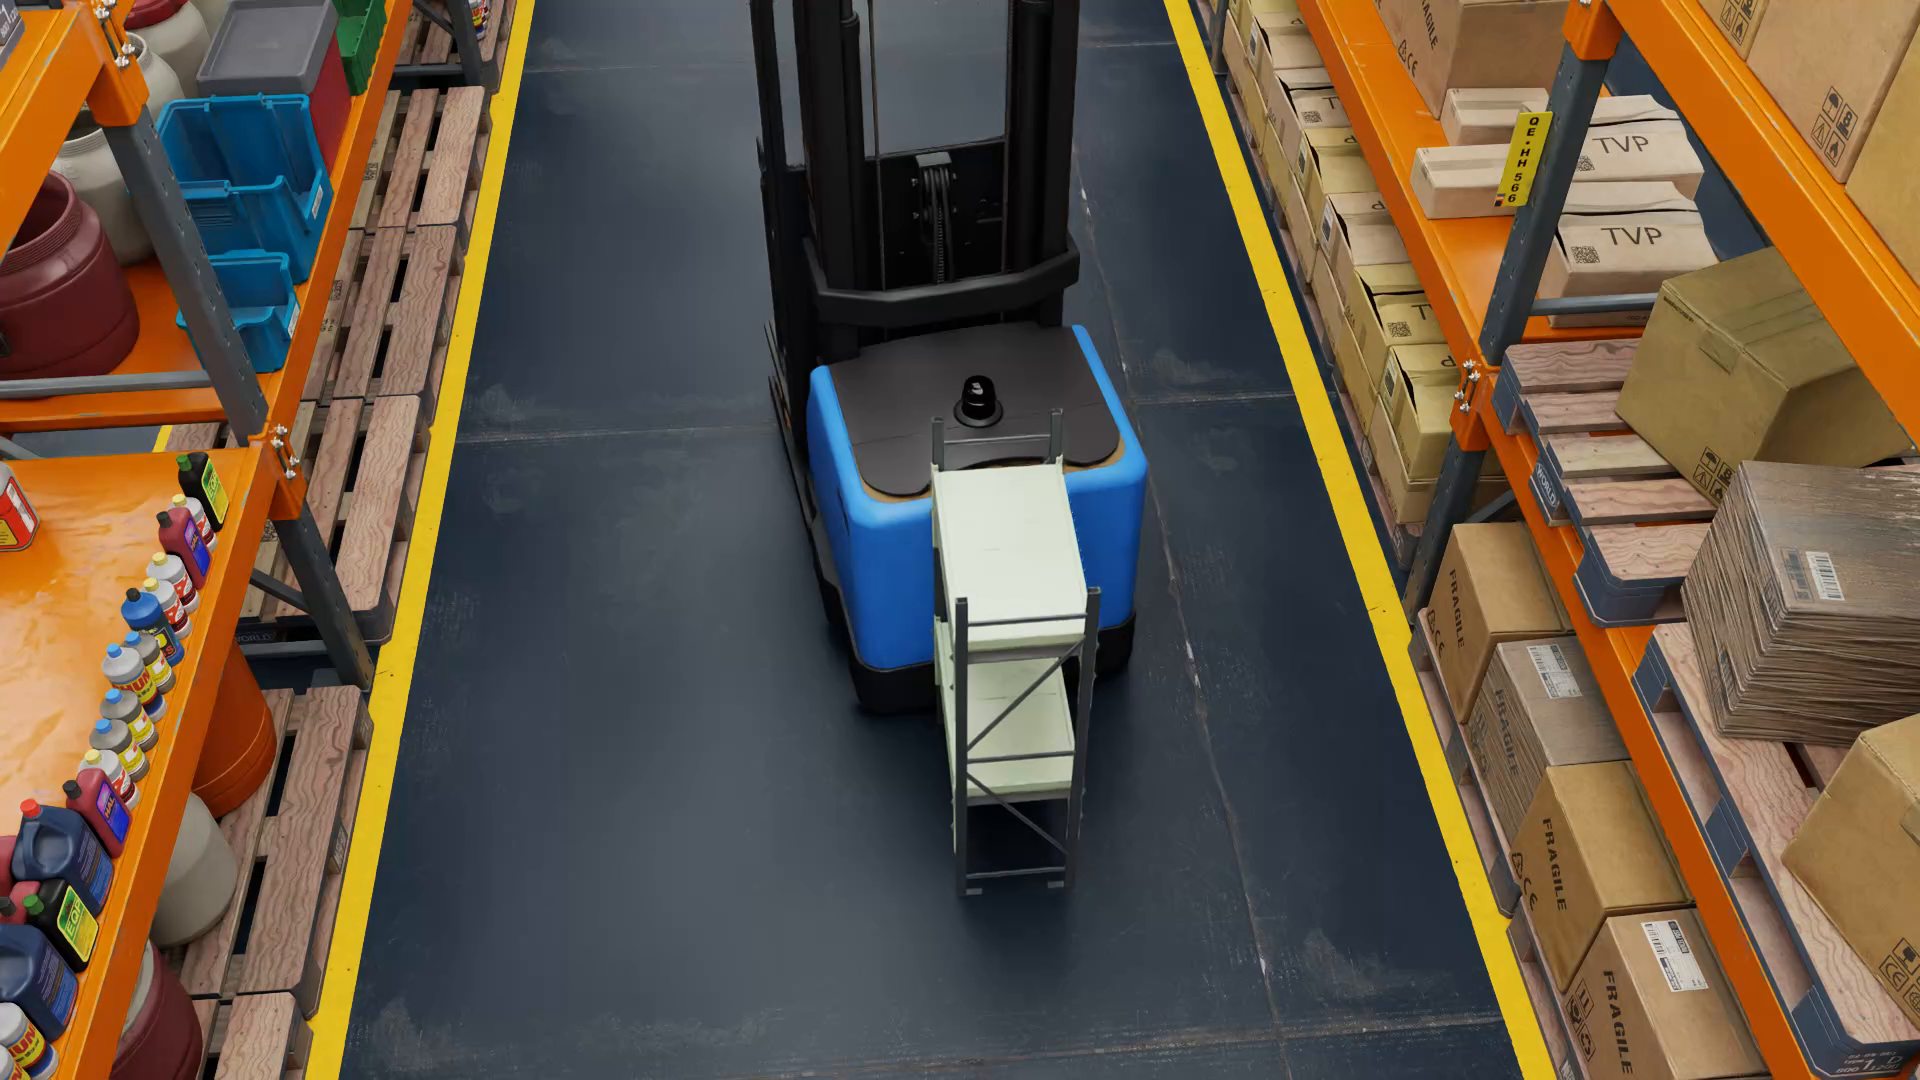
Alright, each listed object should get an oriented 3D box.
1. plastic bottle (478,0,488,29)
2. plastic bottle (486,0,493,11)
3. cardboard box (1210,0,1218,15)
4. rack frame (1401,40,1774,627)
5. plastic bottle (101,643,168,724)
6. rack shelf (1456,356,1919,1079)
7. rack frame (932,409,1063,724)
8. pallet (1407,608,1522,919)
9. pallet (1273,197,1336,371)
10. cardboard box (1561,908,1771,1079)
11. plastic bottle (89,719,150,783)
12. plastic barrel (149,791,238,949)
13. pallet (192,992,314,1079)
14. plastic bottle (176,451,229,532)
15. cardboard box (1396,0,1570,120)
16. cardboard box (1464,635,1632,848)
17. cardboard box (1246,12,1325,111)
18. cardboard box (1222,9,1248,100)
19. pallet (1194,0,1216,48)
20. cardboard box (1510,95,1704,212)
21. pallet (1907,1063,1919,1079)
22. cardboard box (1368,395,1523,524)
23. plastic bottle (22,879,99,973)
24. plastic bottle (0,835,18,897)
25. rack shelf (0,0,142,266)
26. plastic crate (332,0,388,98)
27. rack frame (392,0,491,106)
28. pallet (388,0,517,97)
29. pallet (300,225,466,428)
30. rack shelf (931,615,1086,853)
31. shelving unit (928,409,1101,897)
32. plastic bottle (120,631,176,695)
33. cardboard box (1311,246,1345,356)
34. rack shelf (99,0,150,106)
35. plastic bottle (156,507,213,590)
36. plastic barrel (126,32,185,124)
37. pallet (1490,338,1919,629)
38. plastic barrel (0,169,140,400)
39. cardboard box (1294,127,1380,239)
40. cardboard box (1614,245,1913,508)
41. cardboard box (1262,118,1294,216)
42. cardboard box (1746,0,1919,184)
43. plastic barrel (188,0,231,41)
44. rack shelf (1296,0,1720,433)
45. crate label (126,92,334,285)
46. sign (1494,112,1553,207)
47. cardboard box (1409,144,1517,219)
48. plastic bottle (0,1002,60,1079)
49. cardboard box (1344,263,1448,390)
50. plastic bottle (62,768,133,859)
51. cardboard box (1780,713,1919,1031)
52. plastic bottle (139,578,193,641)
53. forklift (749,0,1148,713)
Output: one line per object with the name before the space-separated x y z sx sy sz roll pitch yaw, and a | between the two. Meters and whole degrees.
plastic bottle | -2.638 -2.885 9.041 0.097 0.201 0.097 0 47 0
plastic bottle | -2.684 -3.070 9.164 0.152 0.276 0.135 -2 47 -2
cardboard box | 1.640 -3.185 9.305 0.500 0.250 0.500 -3 47 -3
rack frame | 2.231 -0.770 5.413 1.000 3.000 0.127 -3 47 -3
plastic bottle | -2.203 0.373 4.420 0.097 0.271 0.097 0 47 0
rack shelf | 2.399 0.925 4.304 1.077 0.370 4.000 -3 47 -3
rack frame | 0.114 0.138 5.587 0.400 1.500 0.023 -4 47 -4
pallet | 2.256 0.732 5.912 1.003 0.211 1.213 -3 47 -3
pallet | 2.102 -1.290 7.826 1.003 0.211 1.213 -3 47 -3
cardboard box | 2.120 1.404 4.773 0.500 0.500 0.500 -5 47 -5
plastic bottle | -2.187 0.538 4.312 0.097 0.201 0.097 0 47 0
plastic barrel | -2.511 0.996 5.165 0.421 0.512 0.421 0 47 0
pallet | -2.499 1.936 4.771 1.003 0.211 1.213 -3 47 -3
plastic bottle | -2.246 -0.165 4.920 0.061 0.283 0.133 -3 47 -3
cardboard box | 2.074 -2.017 6.526 0.500 0.500 0.500 -6 47 -5
cardboard box | 2.034 0.664 5.474 0.500 0.500 0.500 -5 47 -5
cardboard box | 1.719 -2.379 8.155 0.500 0.311 0.500 -4 47 -4
cardboard box | 1.683 -2.556 8.709 0.500 0.250 0.500 -5 47 -4
pallet | 1.871 -3.283 9.714 1.003 0.211 1.213 -3 47 -3
cardboard box | 2.349 -1.398 6.069 0.500 0.311 0.500 -4 47 -4
pallet | 2.608 1.605 3.296 1.003 0.211 1.213 -3 47 -3
cardboard box | 1.944 -0.335 6.605 0.500 0.250 0.500 -2 47 -2
plastic bottle | -2.124 0.893 3.919 0.061 0.283 0.133 -3 47 -3
plastic bottle | -2.279 0.805 4.002 0.061 0.283 0.133 -3 47 -3
rack shelf | -2.538 0.191 2.932 1.077 0.370 4.000 -3 47 -3
plastic crate | -2.613 -2.050 6.771 0.450 0.188 0.662 -3 47 -3
rack frame | -3.040 -3.365 7.871 1.000 3.000 0.127 -3 47 -3
pallet | -3.055 -2.895 9.346 1.003 0.211 1.213 -3 47 -3
pallet | -2.830 -0.956 7.510 1.003 0.211 1.213 -3 47 -3
rack shelf | 0.150 0.626 5.573 0.431 0.370 0.720 -4 47 -4
shelving unit | 0.150 0.402 5.336 0.431 1.500 0.755 -4 47 -4
plastic bottle | -2.211 0.326 4.512 0.097 0.201 0.097 0 47 0
cardboard box | 1.858 -1.071 7.303 0.500 0.250 0.500 -3 47 -2
rack shelf | -2.873 -2.703 5.673 1.077 0.370 4.000 -3 47 -3
plastic bottle | -2.227 0.002 4.762 0.061 0.283 0.133 -3 47 -3
plastic barrel | -3.039 -1.546 6.071 0.421 0.512 0.421 0 47 0
pallet | 2.358 -0.218 5.022 1.213 0.211 1.003 -3 47 -3
plastic barrel | -3.046 -0.836 5.382 0.600 0.536 0.708 -3 47 -3
cardboard box | 1.813 -1.629 7.445 0.500 0.311 0.500 -2 47 -2
cardboard box | 2.396 -0.500 4.799 0.700 0.500 0.500 -18 49 -16
cardboard box | 1.771 -1.811 8.004 0.500 0.250 0.500 -5 47 -5
cardboard box | 2.344 -1.153 3.641 0.910 0.500 0.500 -3 47 -3
plastic barrel | -3.117 -2.176 6.651 0.433 0.535 0.433 0 47 0
rack shelf | 2.064 -1.969 7.045 1.077 0.370 4.000 -3 47 -3
crate label | -2.519 -1.219 5.814 0.502 0.435 0.616 -3 47 -3
sign | 1.678 -1.132 4.959 0.100 0.325 0.005 -3 47 -3
cardboard box | 1.880 -1.317 6.105 0.380 0.149 0.250 -3 47 -3
plastic bottle | -2.117 1.115 3.717 0.097 0.271 0.097 0 47 0
cardboard box | 1.892 -0.901 6.756 0.500 0.311 0.500 -4 47 -4
plastic bottle | -2.151 0.662 4.137 0.061 0.283 0.133 -3 47 -3
cardboard box | 2.357 0.671 3.691 0.700 0.500 0.500 -14 48 -13
plastic bottle | -2.227 0.186 4.645 0.097 0.201 0.097 0 47 0
forklift | -0.205 -1.470 6.124 1.130 2.935 3.031 -10 47 -10
